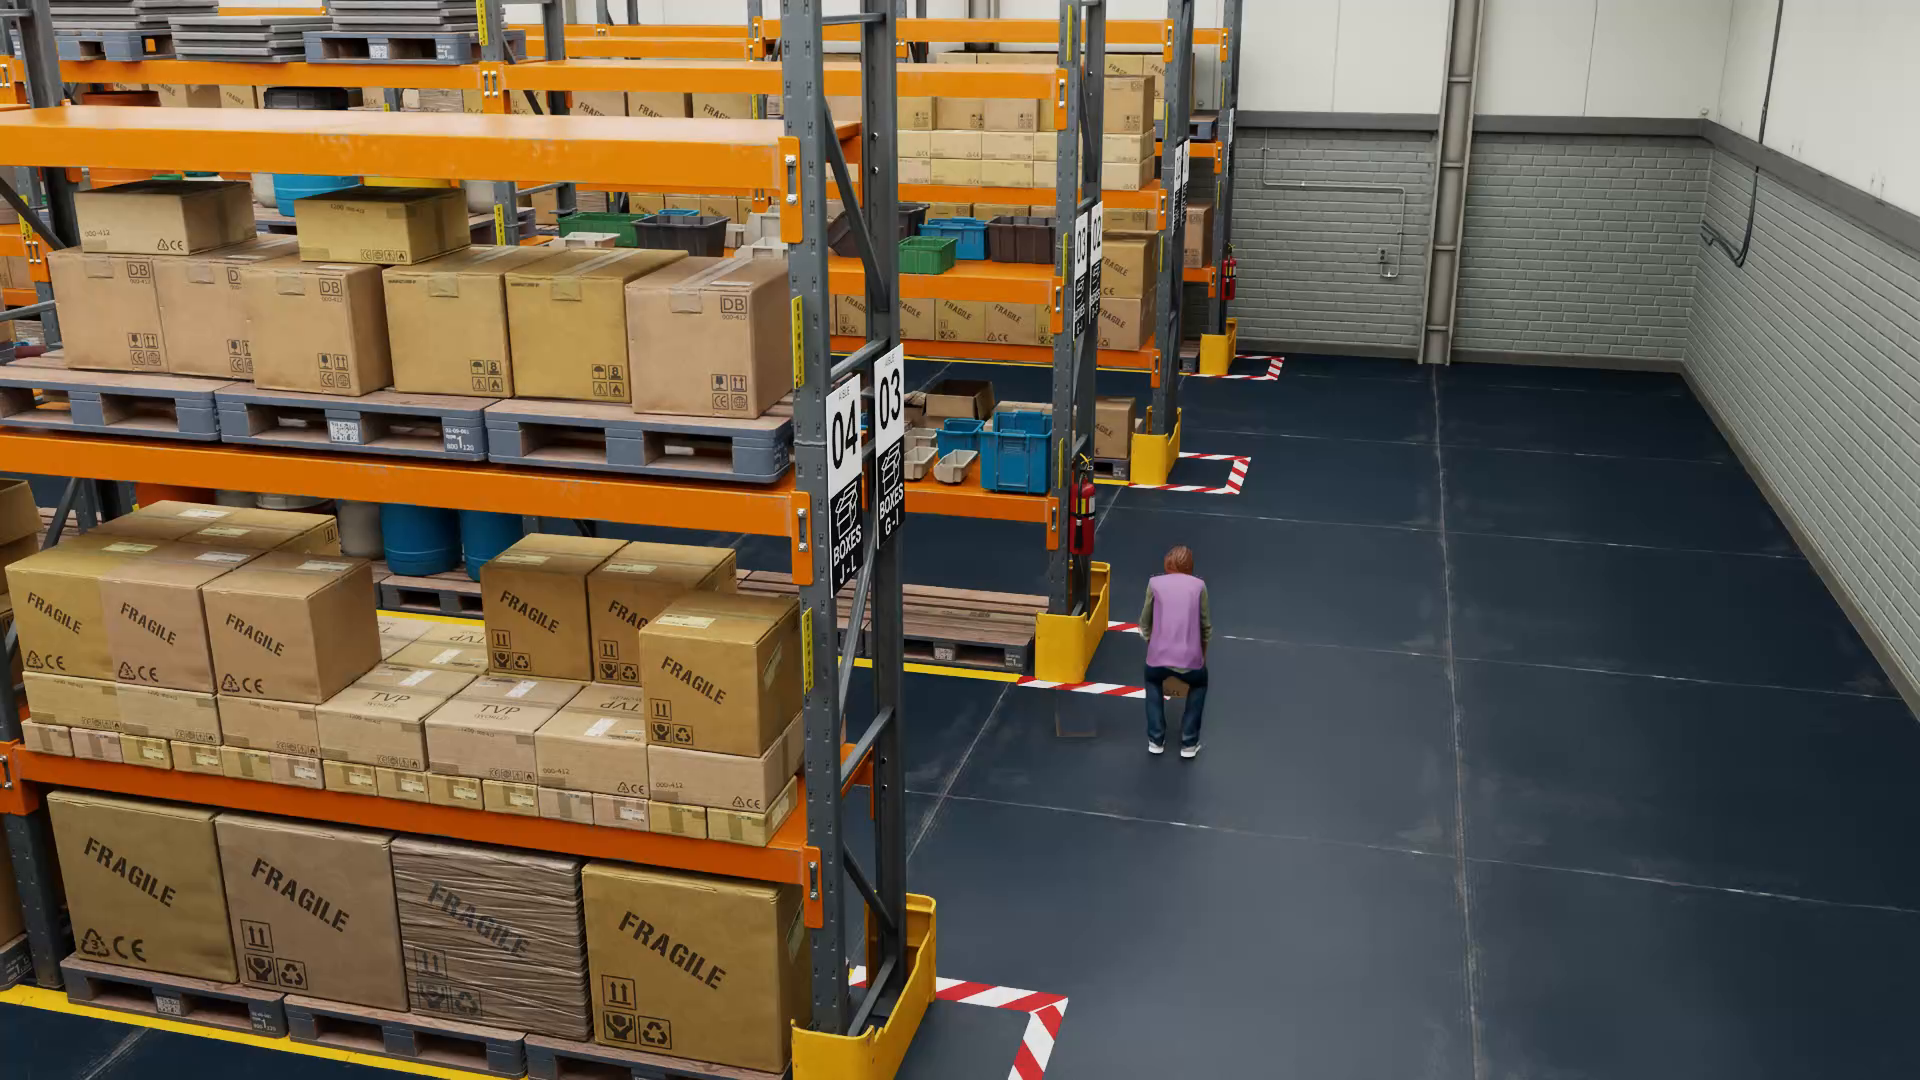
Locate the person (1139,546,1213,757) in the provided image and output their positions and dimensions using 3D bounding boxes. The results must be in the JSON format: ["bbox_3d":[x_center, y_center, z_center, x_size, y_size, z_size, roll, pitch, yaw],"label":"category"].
[{"bbox_3d":[1.337,0.724,10.465,0.463,1.257,0.666,5,19,14],"label":"person"}]
